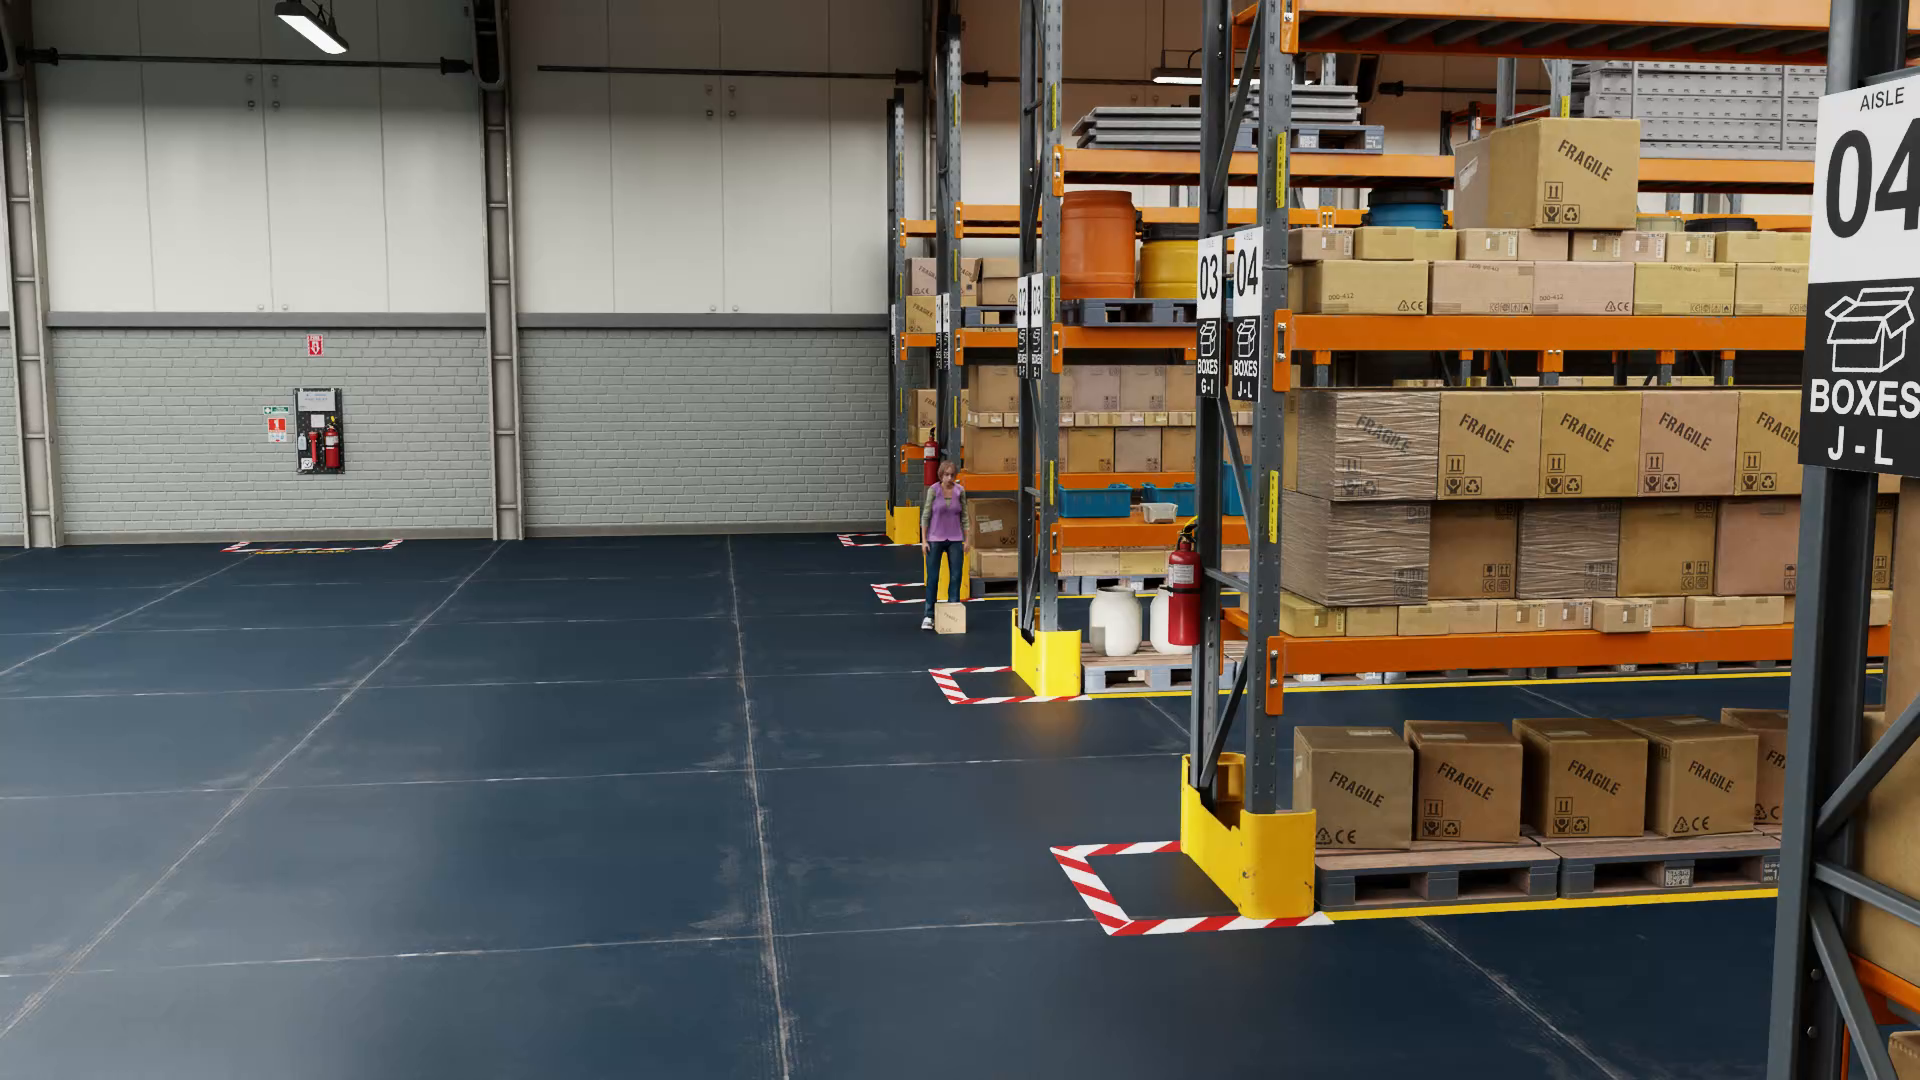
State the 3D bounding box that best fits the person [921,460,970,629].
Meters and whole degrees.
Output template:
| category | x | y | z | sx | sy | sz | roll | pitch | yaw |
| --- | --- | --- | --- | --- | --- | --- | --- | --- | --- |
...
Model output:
| category | x | y | z | sx | sy | sz | roll | pitch | yaw |
| --- | --- | --- | --- | --- | --- | --- | --- | --- | --- |
| person | -0.138 | 0.042 | 15.720 | 0.473 | 1.581 | 0.349 | -1 | 7 | -10 |
